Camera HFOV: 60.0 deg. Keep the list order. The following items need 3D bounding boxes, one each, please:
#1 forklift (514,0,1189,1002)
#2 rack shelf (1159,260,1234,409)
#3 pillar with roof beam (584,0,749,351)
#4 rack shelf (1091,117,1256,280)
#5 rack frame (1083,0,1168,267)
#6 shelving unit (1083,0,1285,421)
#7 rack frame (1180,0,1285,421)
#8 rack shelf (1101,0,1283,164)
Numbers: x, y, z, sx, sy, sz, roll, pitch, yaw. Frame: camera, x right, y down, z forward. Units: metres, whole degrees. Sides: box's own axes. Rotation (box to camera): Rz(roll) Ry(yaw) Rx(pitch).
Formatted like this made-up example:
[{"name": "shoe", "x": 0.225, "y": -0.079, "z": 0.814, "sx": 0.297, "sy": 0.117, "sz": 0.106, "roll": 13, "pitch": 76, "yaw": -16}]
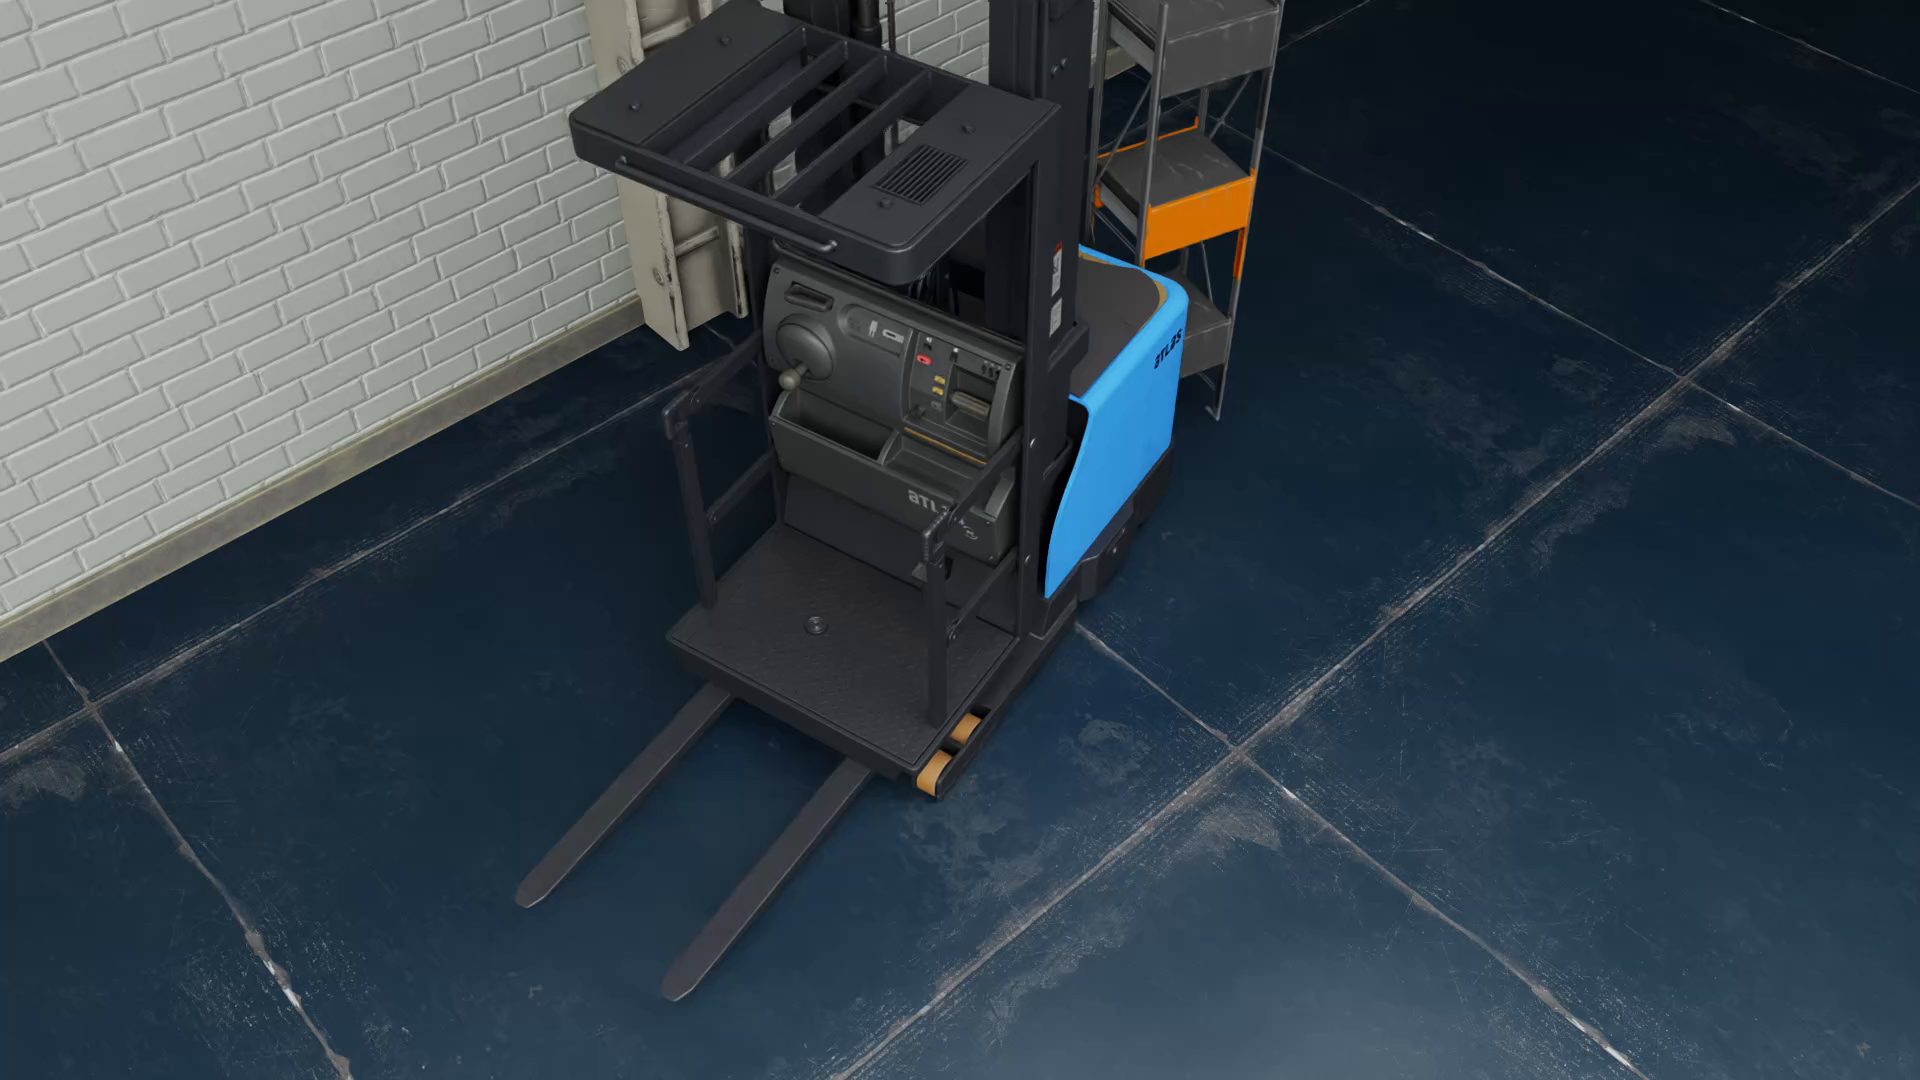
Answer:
[{"name": "forklift", "x": -0.350, "y": -0.486, "z": 5.204, "sx": 1.130, "sy": 2.935, "sz": 3.031, "roll": 25, "pitch": 52, "yaw": 21}, {"name": "rack shelf", "x": 0.812, "y": -0.796, "z": 7.026, "sx": 0.480, "sy": 0.518, "sz": 0.431, "roll": -21, "pitch": 51, "yaw": -18}, {"name": "pillar with roof beam", "x": 1.670, "y": -1.747, "z": 2.239, "sx": 0.400, "sy": 9.000, "sz": 9.100, "roll": -34, "pitch": 56, "yaw": -27}, {"name": "rack shelf", "x": 0.812, "y": -1.270, "z": 6.512, "sx": 0.480, "sy": 0.518, "sz": 0.431, "roll": -21, "pitch": 51, "yaw": -18}, {"name": "rack frame", "x": 0.595, "y": -1.197, "z": 6.426, "sx": 0.015, "sy": 2.100, "sz": 0.400, "roll": -21, "pitch": 51, "yaw": -18}, {"name": "shelving unit", "x": 0.812, "y": -1.280, "z": 6.502, "sx": 0.503, "sy": 2.100, "sz": 0.431, "roll": -21, "pitch": 51, "yaw": -18}, {"name": "rack frame", "x": 1.029, "y": -1.362, "z": 6.578, "sx": 0.015, "sy": 2.100, "sz": 0.400, "roll": -21, "pitch": 51, "yaw": -18}, {"name": "rack shelf", "x": 0.812, "y": -1.745, "z": 5.997, "sx": 0.480, "sy": 0.518, "sz": 0.431, "roll": -21, "pitch": 51, "yaw": -18}]
